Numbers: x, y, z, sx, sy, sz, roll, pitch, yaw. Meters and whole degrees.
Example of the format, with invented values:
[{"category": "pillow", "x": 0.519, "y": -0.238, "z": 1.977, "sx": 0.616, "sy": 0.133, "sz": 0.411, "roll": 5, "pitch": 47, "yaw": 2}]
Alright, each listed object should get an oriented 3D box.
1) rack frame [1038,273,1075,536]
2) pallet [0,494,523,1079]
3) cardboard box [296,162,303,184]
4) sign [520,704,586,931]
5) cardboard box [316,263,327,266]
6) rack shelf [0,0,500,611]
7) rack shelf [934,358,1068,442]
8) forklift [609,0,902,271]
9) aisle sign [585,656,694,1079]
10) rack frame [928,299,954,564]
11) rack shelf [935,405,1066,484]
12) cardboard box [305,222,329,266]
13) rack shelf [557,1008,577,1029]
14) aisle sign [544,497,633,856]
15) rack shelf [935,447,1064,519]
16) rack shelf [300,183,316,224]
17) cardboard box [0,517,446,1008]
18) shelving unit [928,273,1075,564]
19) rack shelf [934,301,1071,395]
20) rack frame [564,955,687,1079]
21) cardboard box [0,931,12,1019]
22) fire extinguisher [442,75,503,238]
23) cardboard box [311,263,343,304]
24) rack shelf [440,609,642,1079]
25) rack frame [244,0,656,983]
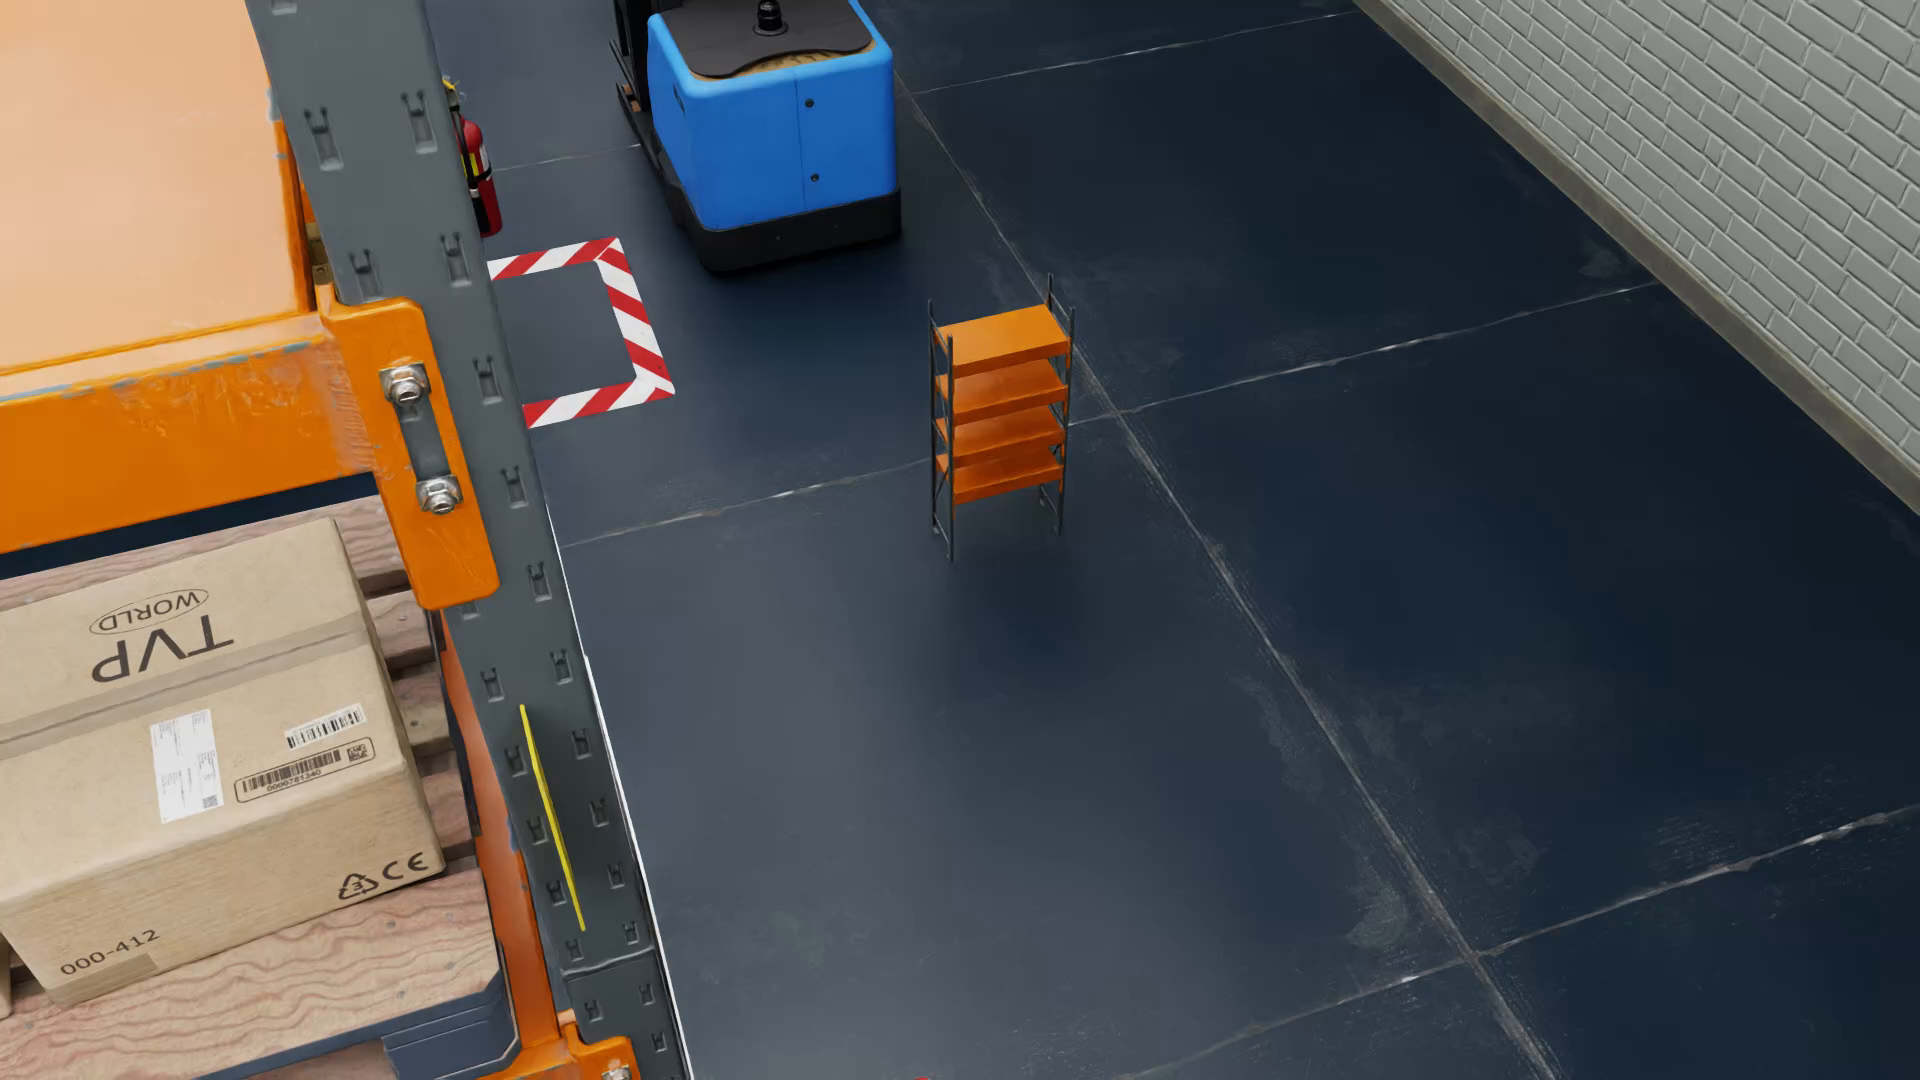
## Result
[{"category": "rack frame", "x": 0.385, "y": -0.522, "z": 6.732, "sx": 0.015, "sy": 1.200, "sz": 0.240, "roll": -14, "pitch": 47, "yaw": -14}, {"category": "pallet", "x": -1.337, "y": 0.463, "z": 2.425, "sx": 1.213, "sy": 0.211, "sz": 1.003, "roll": -14, "pitch": 47, "yaw": -14}, {"category": "cardboard box", "x": -2.629, "y": -1.613, "z": 6.727, "sx": 0.250, "sy": 0.149, "sz": 0.380, "roll": -14, "pitch": 47, "yaw": -14}, {"category": "sign", "x": -0.471, "y": 0.326, "z": 1.929, "sx": 0.005, "sy": 0.325, "sz": 0.100, "roll": -14, "pitch": 47, "yaw": -14}, {"category": "cardboard box", "x": -2.998, "y": -1.261, "z": 7.704, "sx": 0.250, "sy": 0.149, "sz": 0.380, "roll": -13, "pitch": 46, "yaw": -12}, {"category": "rack shelf", "x": -2.524, "y": 0.063, "z": 1.433, "sx": 4.000, "sy": 0.370, "sz": 1.077, "roll": -14, "pitch": 47, "yaw": -14}, {"category": "rack shelf", "x": 0.156, "y": -0.574, "z": 6.563, "sx": 0.480, "sy": 0.148, "sz": 0.258, "roll": -14, "pitch": 47, "yaw": -14}, {"category": "forklift", "x": -1.304, "y": -3.434, "z": 8.413, "sx": 1.130, "sy": 2.935, "sz": 3.031, "roll": -15, "pitch": 47, "yaw": -15}, {"category": "aisle sign", "x": -0.470, "y": 0.576, "z": 2.532, "sx": 0.004, "sy": 0.787, "sz": 0.394, "roll": -14, "pitch": 47, "yaw": -14}, {"category": "rack frame", "x": -0.074, "y": -0.405, "z": 6.616, "sx": 0.015, "sy": 1.200, "sz": 0.240, "roll": -14, "pitch": 47, "yaw": -14}, {"category": "rack shelf", "x": 0.156, "y": -0.416, "z": 6.722, "sx": 0.480, "sy": 0.148, "sz": 0.258, "roll": -14, "pitch": 47, "yaw": -14}, {"category": "cardboard box", "x": -3.026, "y": -1.421, "z": 7.654, "sx": 0.250, "sy": 0.149, "sz": 0.380, "roll": -16, "pitch": 47, "yaw": -16}, {"category": "rack shelf", "x": -2.524, "y": 2.040, "z": 3.417, "sx": 4.000, "sy": 0.370, "sz": 1.077, "roll": -14, "pitch": 47, "yaw": -14}, {"category": "aisle sign", "x": -0.673, "y": 0.177, "z": 2.930, "sx": 0.004, "sy": 0.787, "sz": 0.394, "roll": -14, "pitch": 47, "yaw": -14}, {"category": "rack shelf", "x": 0.156, "y": -0.276, "z": 6.862, "sx": 0.480, "sy": 0.148, "sz": 0.258, "roll": -14, "pitch": 47, "yaw": -14}, {"category": "rack shelf", "x": -4.299, "y": -1.234, "z": 6.679, "sx": 4.000, "sy": 0.370, "sz": 1.077, "roll": -14, "pitch": 47, "yaw": -14}, {"category": "cardboard box", "x": -1.035, "y": 0.283, "z": 2.280, "sx": 0.500, "sy": 0.250, "sz": 0.500, "roll": -18, "pitch": 48, "yaw": -17}, {"category": "shelving unit", "x": 0.156, "y": -0.463, "z": 6.674, "sx": 0.503, "sy": 1.200, "sz": 0.258, "roll": -14, "pitch": 47, "yaw": -14}, {"category": "rack shelf", "x": 0.156, "y": -0.741, "z": 6.396, "sx": 0.480, "sy": 0.148, "sz": 0.258, "roll": -14, "pitch": 47, "yaw": -14}, {"category": "rack frame", "x": -0.643, "y": 1.305, "z": 3.641, "sx": 0.127, "sy": 3.000, "sz": 1.000, "roll": -14, "pitch": 47, "yaw": -14}, {"category": "cardboard box", "x": -1.402, "y": 0.473, "z": 2.162, "sx": 0.250, "sy": 0.149, "sz": 0.380, "roll": -18, "pitch": 48, "yaw": -17}, {"category": "fire extinguisher", "x": -2.025, "y": -1.563, "z": 6.817, "sx": 0.183, "sy": 0.674, "sz": 0.296, "roll": -14, "pitch": 47, "yaw": -14}, {"category": "cardboard box", "x": -2.830, "y": -1.024, "z": 7.259, "sx": 0.250, "sy": 0.149, "sz": 0.380, "roll": -14, "pitch": 47, "yaw": -13}, {"category": "rack shelf", "x": -2.524, "y": 0.981, "z": 2.354, "sx": 4.000, "sy": 0.370, "sz": 1.077, "roll": -14, "pitch": 47, "yaw": -14}, {"category": "rack frame", "x": -0.643, "y": -0.813, "z": 1.516, "sx": 0.127, "sy": 3.000, "sz": 1.000, "roll": -14, "pitch": 47, "yaw": -14}]
